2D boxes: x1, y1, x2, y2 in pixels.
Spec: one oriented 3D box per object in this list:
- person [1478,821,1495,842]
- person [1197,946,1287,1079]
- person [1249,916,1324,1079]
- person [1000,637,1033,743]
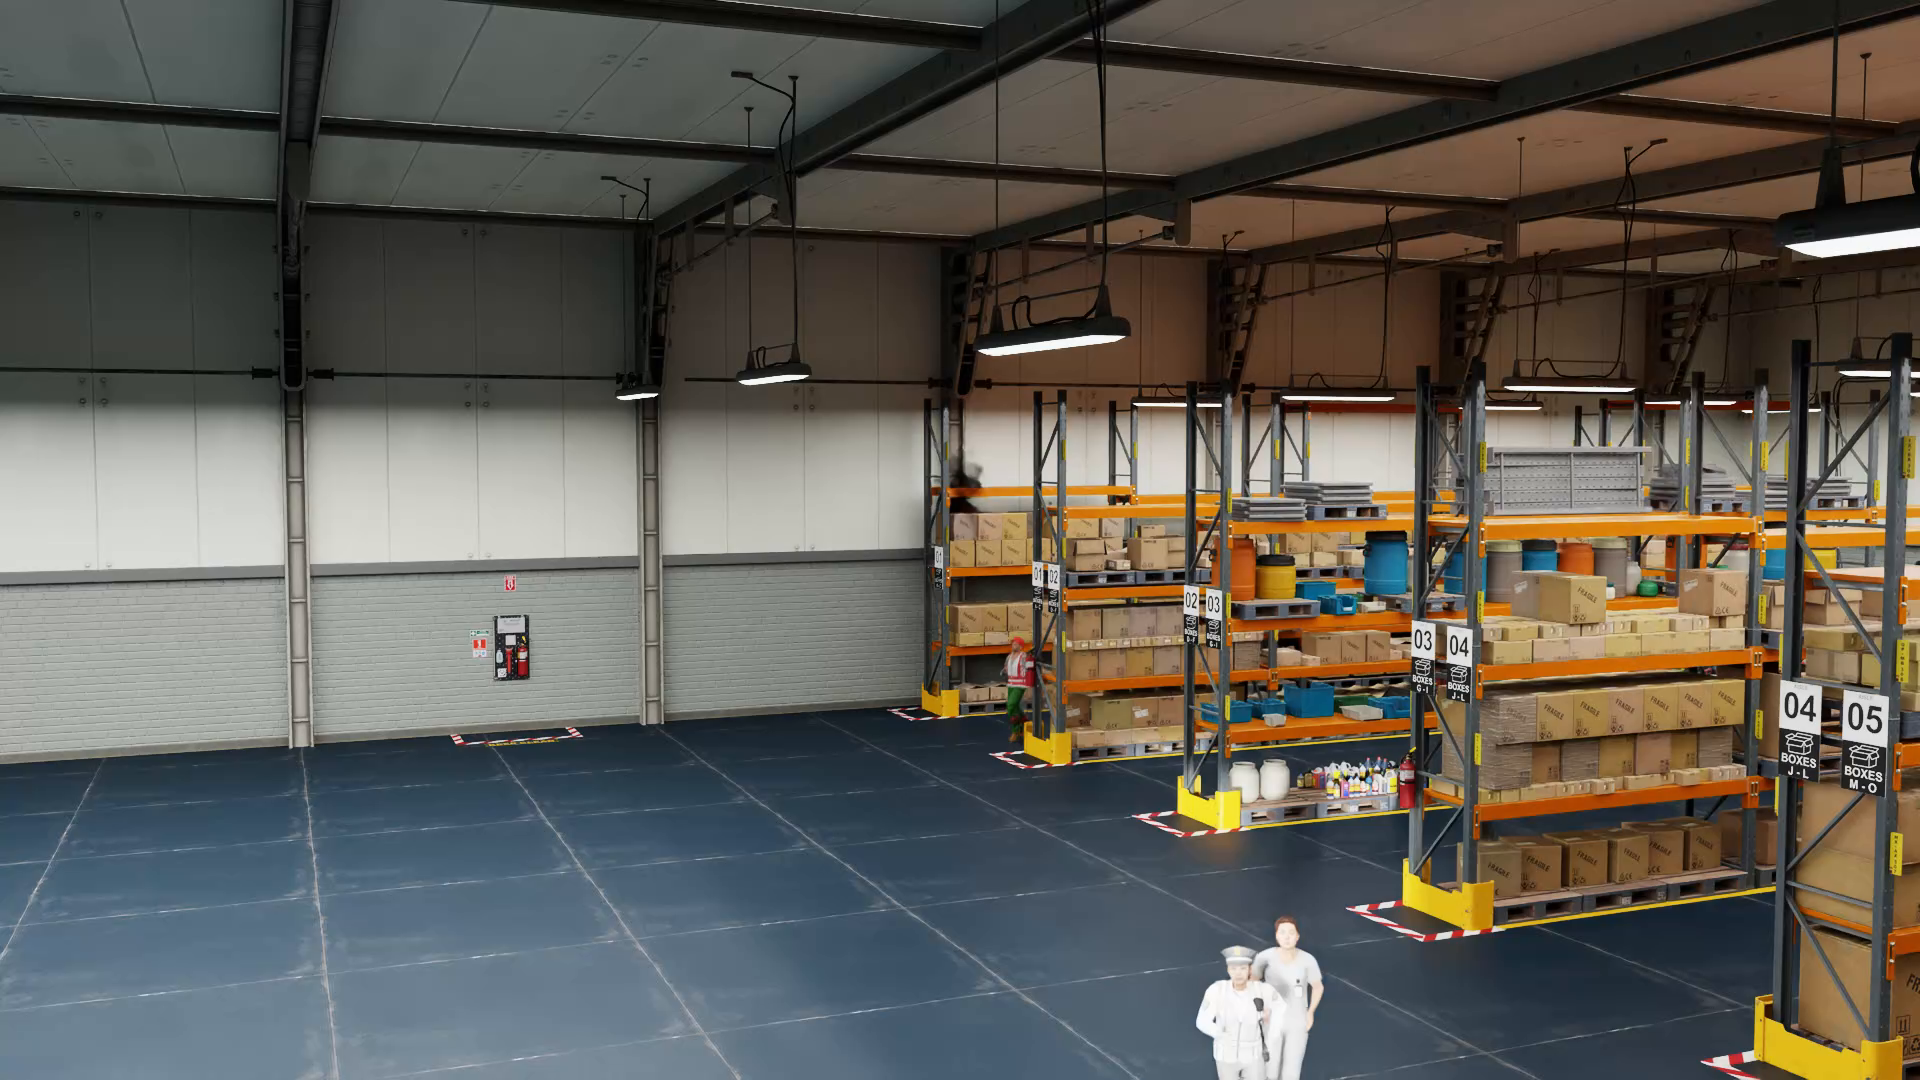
[{"bbox_3d":[6.601,3.107,21.088,0.677,1.684,0.559,-2,4,-36],"label":"person"},{"bbox_3d":[1.960,3.645,11.617,0.594,1.714,0.752,1,4,18],"label":"person"},{"bbox_3d":[2.446,3.613,12.482,0.555,1.624,0.566,1,3,9],"label":"person"},{"bbox_3d":[0.994,2.578,28.793,0.676,1.814,0.730,-3,4,-40],"label":"person"}]
